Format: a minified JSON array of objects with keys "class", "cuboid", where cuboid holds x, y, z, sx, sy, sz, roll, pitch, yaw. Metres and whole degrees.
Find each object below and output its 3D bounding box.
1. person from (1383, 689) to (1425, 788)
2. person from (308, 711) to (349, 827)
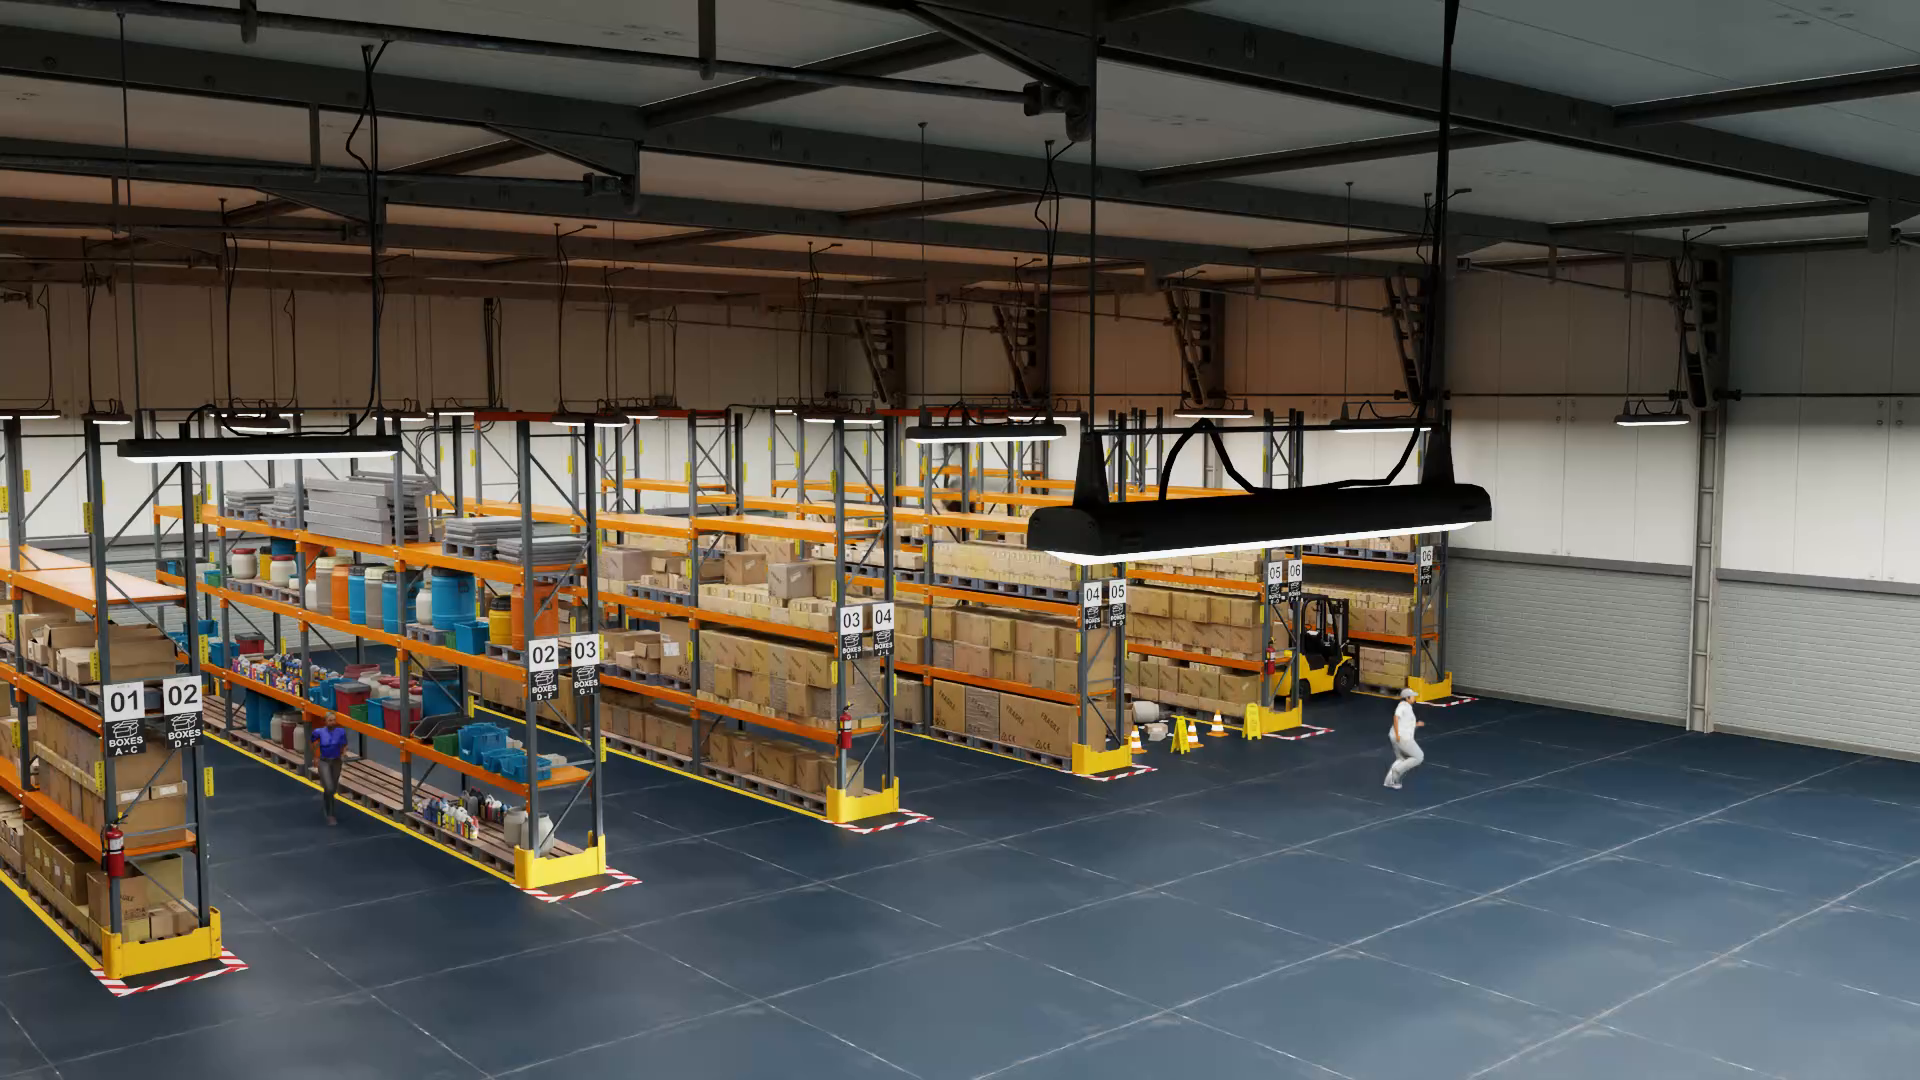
[{"class":"person","cuboid":[7.123,3.179,26.624,0.649,1.603,0.595,0,5,4]},{"class":"person","cuboid":[-9.322,3.421,24.616,0.507,1.611,0.862,-4,7,-41]}]
